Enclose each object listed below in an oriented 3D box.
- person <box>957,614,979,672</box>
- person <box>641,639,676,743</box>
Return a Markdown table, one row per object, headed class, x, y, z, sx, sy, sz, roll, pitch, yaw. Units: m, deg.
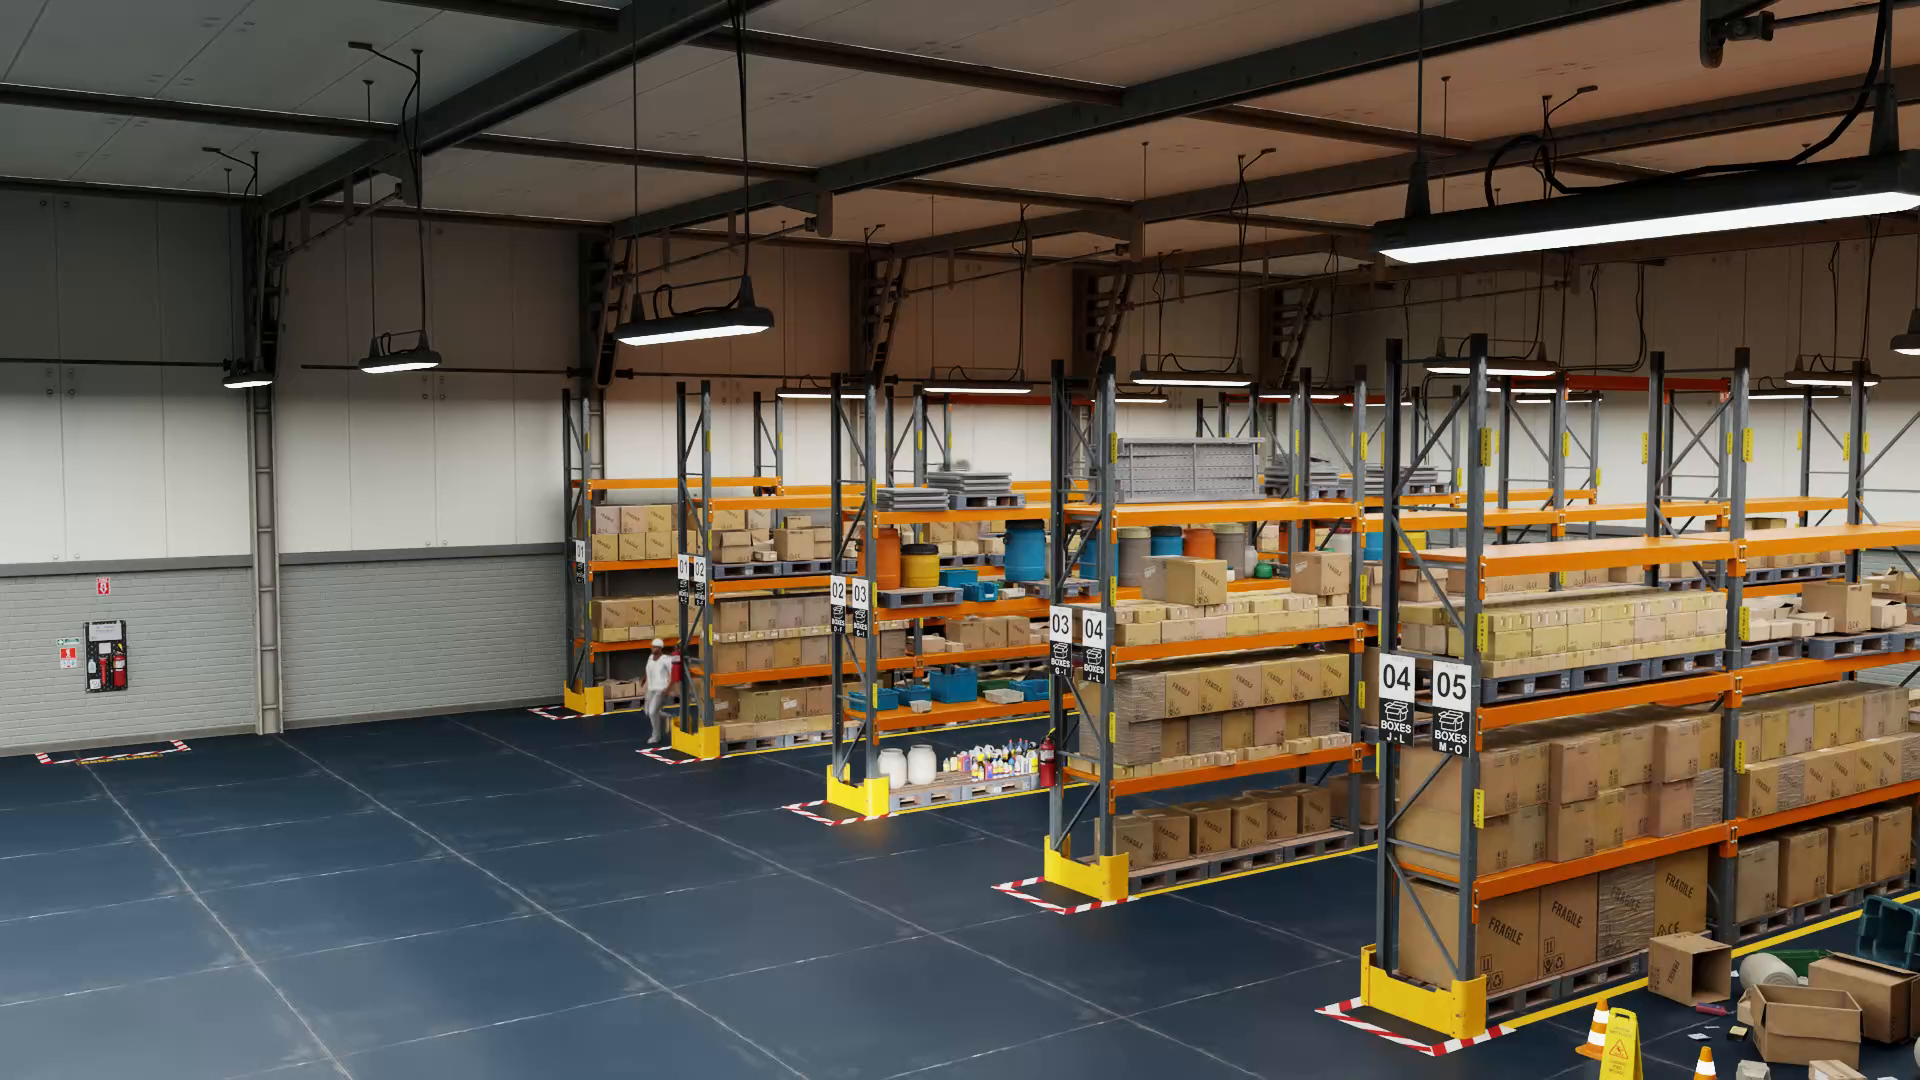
| class | x | y | z | sx | sy | sz | roll | pitch | yaw |
| --- | --- | --- | --- | --- | --- | --- | --- | --- | --- |
| person | 0.187 | 2.006 | 32.136 | 0.505 | 1.644 | 0.583 | -3 | 5 | -38 |
| person | -5.051 | 2.519 | 27.975 | 0.736 | 1.741 | 0.598 | 4 | 5 | 44 |
